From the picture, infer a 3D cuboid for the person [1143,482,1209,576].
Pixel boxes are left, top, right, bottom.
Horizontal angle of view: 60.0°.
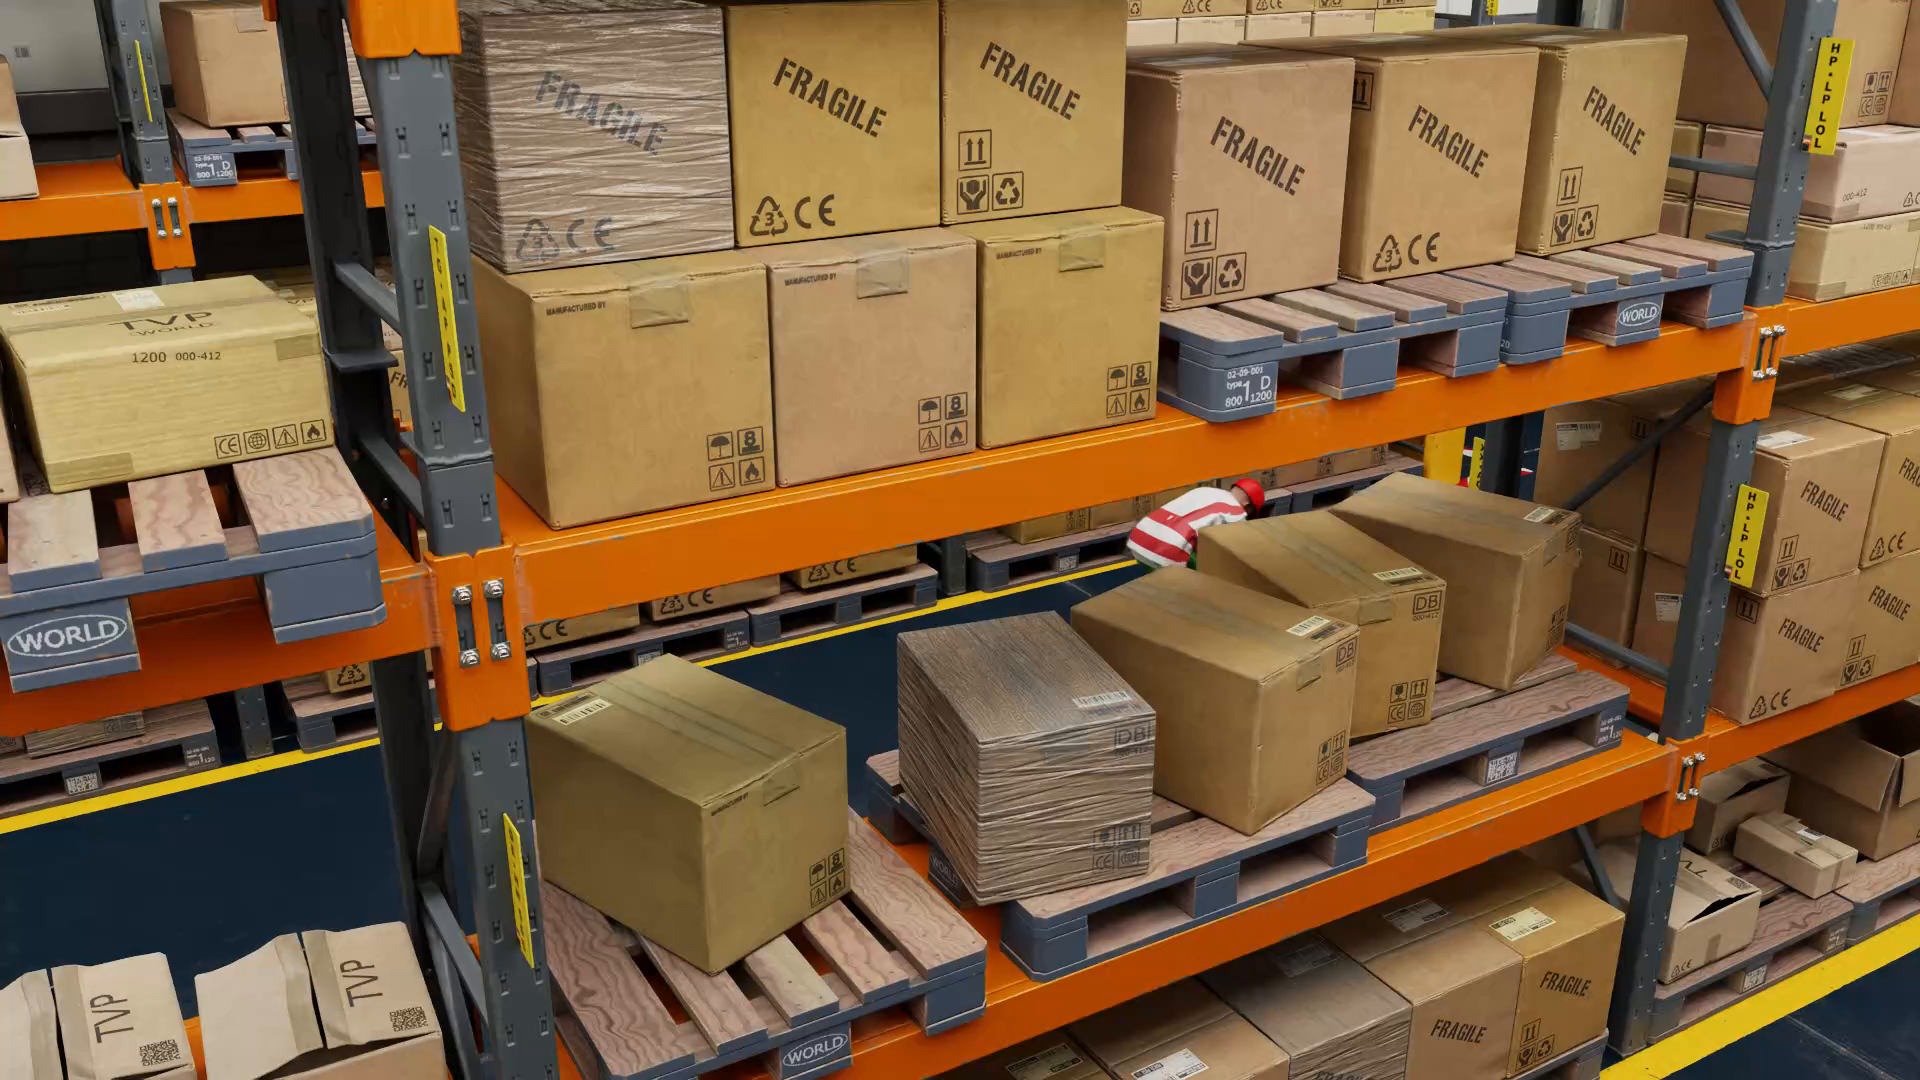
[{"bbox_3d":[1.316,-0.374,9.509,0.570,1.782,0.494,-12,24,-27],"label":"person"}]
